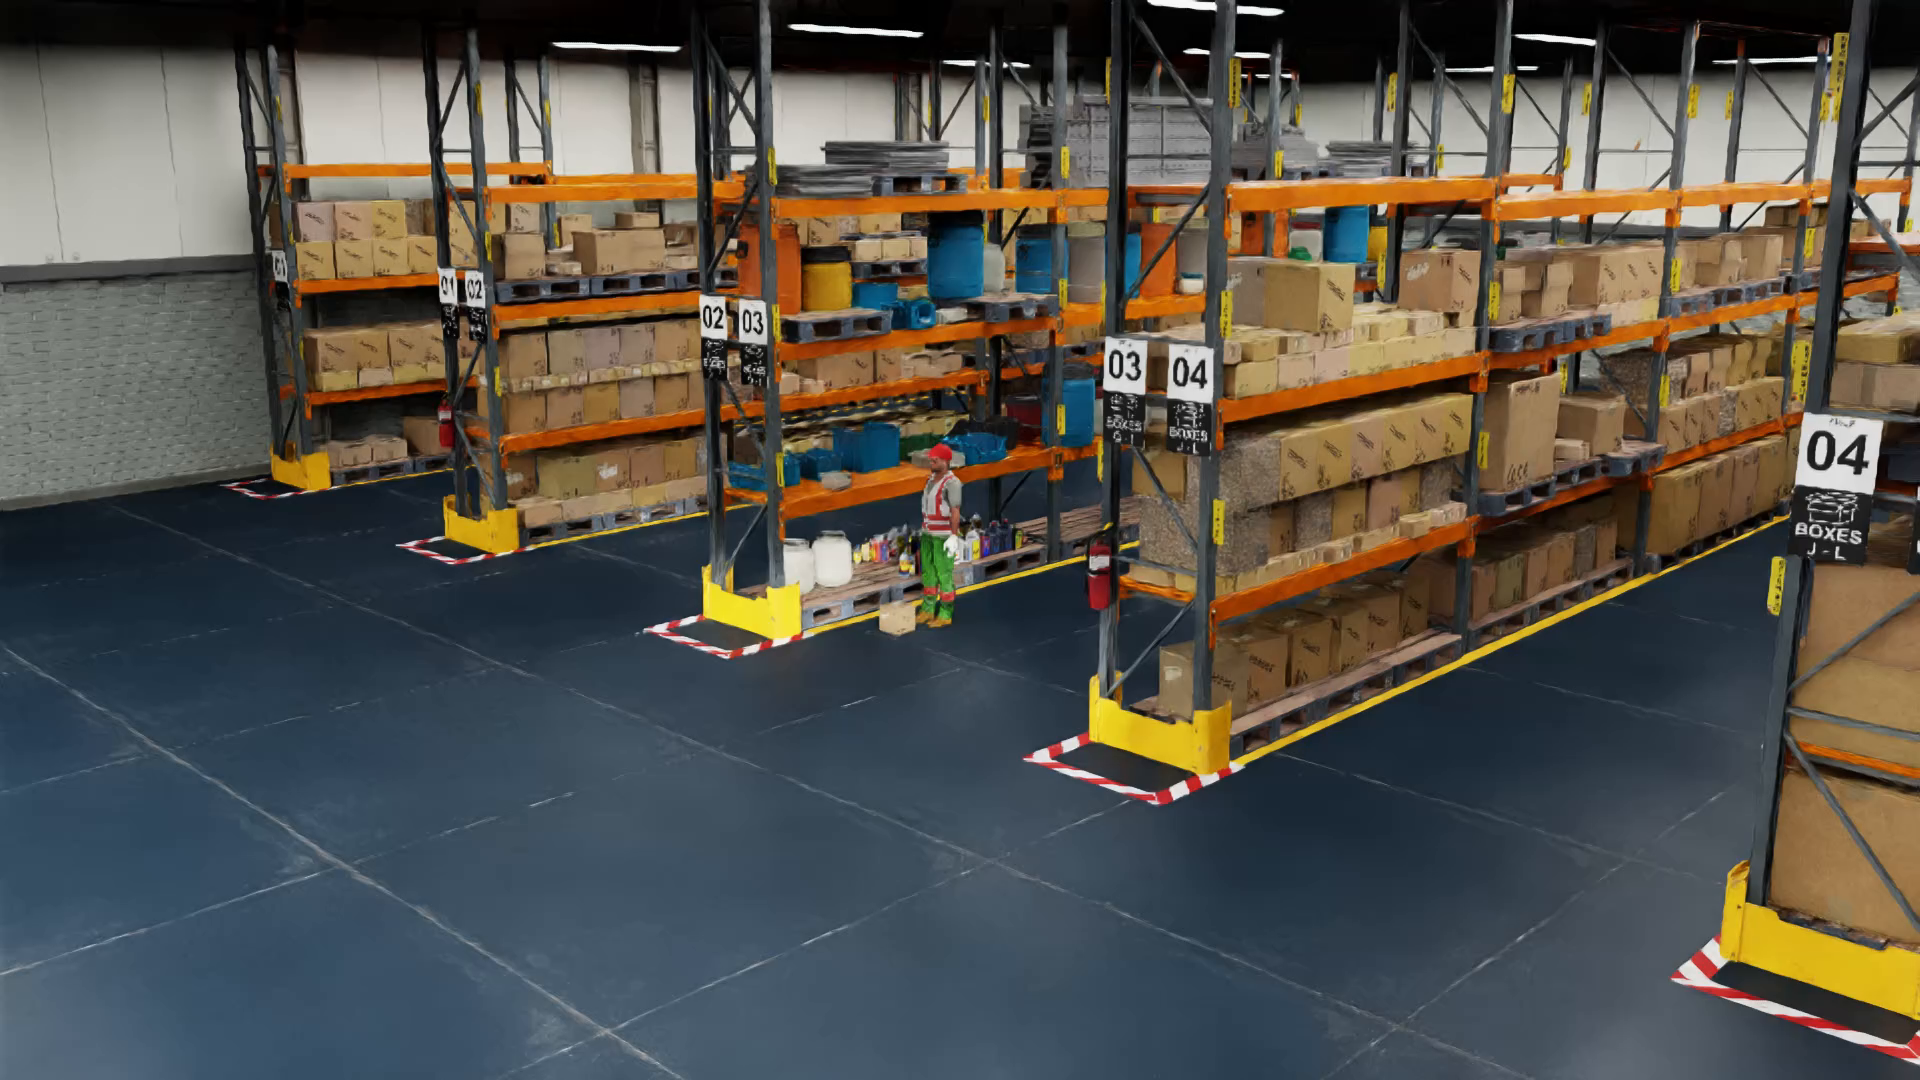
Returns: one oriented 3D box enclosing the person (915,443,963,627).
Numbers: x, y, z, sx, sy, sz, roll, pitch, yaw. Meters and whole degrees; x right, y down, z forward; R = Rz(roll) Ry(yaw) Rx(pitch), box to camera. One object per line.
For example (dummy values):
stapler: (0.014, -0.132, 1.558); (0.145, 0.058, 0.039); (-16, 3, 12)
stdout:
person: (-0.229, -0.049, 16.112); (0.407, 1.794, 0.580); (-9, 16, -32)
